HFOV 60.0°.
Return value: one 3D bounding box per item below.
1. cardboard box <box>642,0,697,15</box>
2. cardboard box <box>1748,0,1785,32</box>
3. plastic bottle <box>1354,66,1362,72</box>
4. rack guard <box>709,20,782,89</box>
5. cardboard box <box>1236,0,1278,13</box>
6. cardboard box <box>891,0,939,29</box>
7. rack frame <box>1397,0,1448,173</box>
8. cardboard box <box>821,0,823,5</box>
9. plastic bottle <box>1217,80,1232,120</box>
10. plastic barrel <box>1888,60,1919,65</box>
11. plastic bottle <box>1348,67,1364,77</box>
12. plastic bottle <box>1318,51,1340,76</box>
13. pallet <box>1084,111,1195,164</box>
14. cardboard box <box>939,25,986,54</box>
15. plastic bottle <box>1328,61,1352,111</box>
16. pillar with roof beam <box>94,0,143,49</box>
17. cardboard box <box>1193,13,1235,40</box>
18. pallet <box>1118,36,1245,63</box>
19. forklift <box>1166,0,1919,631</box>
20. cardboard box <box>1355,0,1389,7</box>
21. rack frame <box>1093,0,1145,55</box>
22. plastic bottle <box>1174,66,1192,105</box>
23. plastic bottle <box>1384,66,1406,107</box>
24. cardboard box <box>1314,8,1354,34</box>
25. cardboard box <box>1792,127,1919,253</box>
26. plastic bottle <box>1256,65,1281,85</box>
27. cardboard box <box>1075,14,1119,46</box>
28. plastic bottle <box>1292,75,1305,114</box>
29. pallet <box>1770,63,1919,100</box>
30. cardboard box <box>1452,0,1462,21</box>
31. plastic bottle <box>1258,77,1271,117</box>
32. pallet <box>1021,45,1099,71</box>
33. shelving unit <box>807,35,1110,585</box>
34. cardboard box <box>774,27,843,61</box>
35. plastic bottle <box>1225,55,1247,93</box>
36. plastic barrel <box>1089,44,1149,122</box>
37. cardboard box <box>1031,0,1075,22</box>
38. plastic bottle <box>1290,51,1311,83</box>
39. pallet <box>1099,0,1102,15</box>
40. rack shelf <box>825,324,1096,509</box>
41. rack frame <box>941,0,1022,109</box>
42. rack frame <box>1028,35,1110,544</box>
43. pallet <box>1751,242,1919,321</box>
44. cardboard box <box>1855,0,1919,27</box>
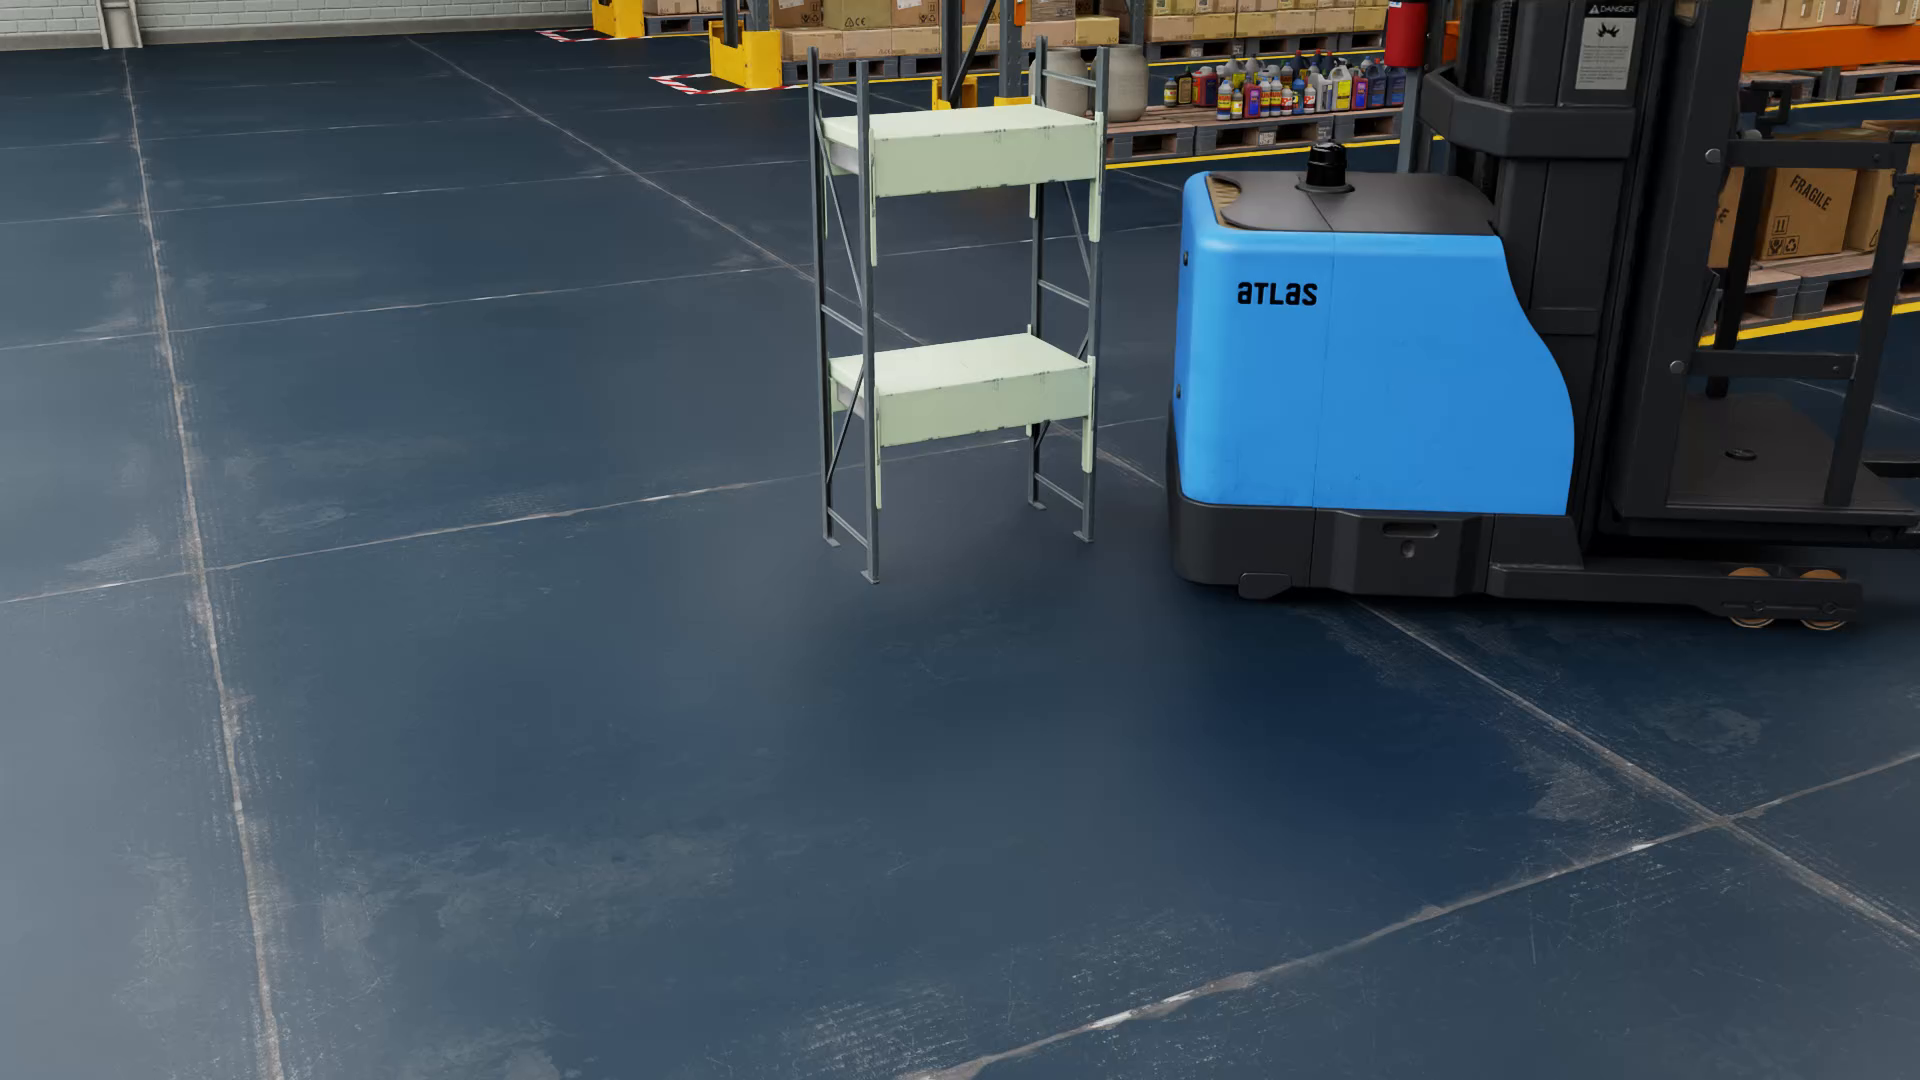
[{"bbox_3d":[-3.497,-6.497,19.965,0.500,0.311,0.500,-14,26,-30],"label":"cardboard box"},{"bbox_3d":[3.327,-2.300,7.214,0.250,0.149,0.380,-10,25,-24],"label":"cardboard box"},{"bbox_3d":[3.173,-3.694,13.335,0.097,0.201,0.097,0,22,0],"label":"plastic bottle"},{"bbox_3d":[-2.029,-4.587,15.678,0.348,0.500,1.175,-10,25,-24],"label":"rack guard"},{"bbox_3d":[2.996,-5.743,17.514,0.500,0.311,0.500,-11,25,-25],"label":"cardboard box"},{"bbox_3d":[-0.533,-5.199,15.954,0.500,0.500,0.500,-10,25,-24],"label":"cardboard box"},{"bbox_3d":[2.286,-2.332,6.961,0.127,3.000,1.000,-10,25,-24],"label":"rack frame"},{"bbox_3d":[-1.473,-6.979,20.880,0.500,0.500,0.500,-12,26,-28],"label":"cardboard box"},{"bbox_3d":[1.906,-3.174,11.989,0.097,0.271,0.097,0,22,0],"label":"plastic bottle"},{"bbox_3d":[8.797,-4.720,15.334,0.708,0.588,0.600,-10,25,-24],"label":"plastic barrel"},{"bbox_3d":[3.027,-3.456,12.662,0.135,0.276,0.152,-10,25,-24],"label":"plastic bottle"},{"bbox_3d":[2.897,-3.641,13.012,0.185,0.351,0.144,-10,25,-24],"label":"plastic bottle"},{"bbox_3d":[0.920,-2.912,12.008,1.213,0.211,1.003,-10,25,-24],"label":"pallet"},{"bbox_3d":[-0.075,-4.930,16.285,0.500,0.250,0.500,-10,25,-24],"label":"cardboard box"},{"bbox_3d":[2.822,-3.390,12.405,0.185,0.351,0.144,-11,25,-24],"label":"plastic bottle"},{"bbox_3d":[-7.443,-8.160,13.197,0.400,9.000,9.100,-10,25,-24],"label":"pillar with roof beam"},{"bbox_3d":[2.529,-5.399,17.417,0.500,0.250,0.500,-10,24,-22],"label":"cardboard box"},{"bbox_3d":[2.244,-5.257,17.674,1.213,0.211,1.003,-10,25,-24],"label":"pallet"},{"bbox_3d":[2.170,-1.314,4.593,3.031,2.935,1.130,2,23,5],"label":"forklift"},{"bbox_3d":[4.370,-5.996,18.125,0.500,0.311,0.500,-11,25,-24],"label":"cardboard box"},{"bbox_3d":[1.597,-6.410,16.813,0.127,3.000,1.000,-10,25,-24],"label":"rack frame"},{"bbox_3d":[1.700,-3.468,12.683,0.133,0.283,0.061,-10,24,-22],"label":"plastic bottle"},{"bbox_3d":[3.286,-3.475,12.612,0.185,0.351,0.144,-11,25,-25],"label":"plastic bottle"},{"bbox_3d":[3.915,-5.656,18.039,0.500,0.250,0.500,-10,24,-22],"label":"cardboard box"},{"bbox_3d":[4.474,-1.754,8.284,0.500,0.500,0.500,-13,26,-28],"label":"cardboard box"},{"bbox_3d":[2.368,-3.507,12.787,0.135,0.276,0.152,-10,25,-24],"label":"plastic bottle"},{"bbox_3d":[1.274,-5.181,16.890,0.500,0.250,0.500,-10,25,-24],"label":"cardboard box"},{"bbox_3d":[2.488,-3.282,12.248,0.097,0.271,0.097,0,22,0],"label":"plastic bottle"},{"bbox_3d":[8.038,-4.222,15.174,1.213,0.211,1.003,-10,25,-24],"label":"pallet"},{"bbox_3d":[5.735,-6.098,18.754,0.500,0.500,0.500,-9,24,-21],"label":"cardboard box"},{"bbox_3d":[2.215,-3.231,12.126,0.097,0.271,0.097,0,22,0],"label":"plastic bottle"},{"bbox_3d":[0.862,-5.004,17.062,1.213,0.211,1.003,-10,25,-24],"label":"pallet"},{"bbox_3d":[-0.006,-0.692,4.960,0.755,1.500,0.431,-10,25,-24],"label":"shelving unit"},{"bbox_3d":[-1.428,-4.682,15.685,0.500,0.250,0.500,-10,25,-24],"label":"cardboard box"},{"bbox_3d":[2.114,-3.558,12.811,0.185,0.351,0.144,-9,24,-21],"label":"plastic bottle"},{"bbox_3d":[1.149,-3.302,12.008,0.421,0.512,0.421,0,22,0],"label":"plastic barrel"},{"bbox_3d":[0.818,-5.449,16.556,0.500,0.500,0.500,-10,25,-24],"label":"cardboard box"},{"bbox_3d":[2.664,-3.659,13.056,0.185,0.351,0.144,-12,25,-26],"label":"plastic bottle"},{"bbox_3d":[1.247,-7.161,22.274,1.213,0.211,1.003,-10,25,-24],"label":"pallet"},{"bbox_3d":[-0.006,-0.391,5.085,0.720,0.370,0.431,-10,25,-24],"label":"rack shelf"},{"bbox_3d":[0.137,-4.038,11.084,0.127,3.000,1.000,-10,25,-24],"label":"rack frame"},{"bbox_3d":[0.324,-0.753,5.107,0.023,1.500,0.400,-10,25,-24],"label":"rack frame"},{"bbox_3d":[4.199,-1.379,8.306,1.213,0.211,1.003,-10,25,-24],"label":"pallet"},{"bbox_3d":[4.039,-2.396,7.445,0.250,0.149,0.380,-10,25,-24],"label":"cardboard box"}]
